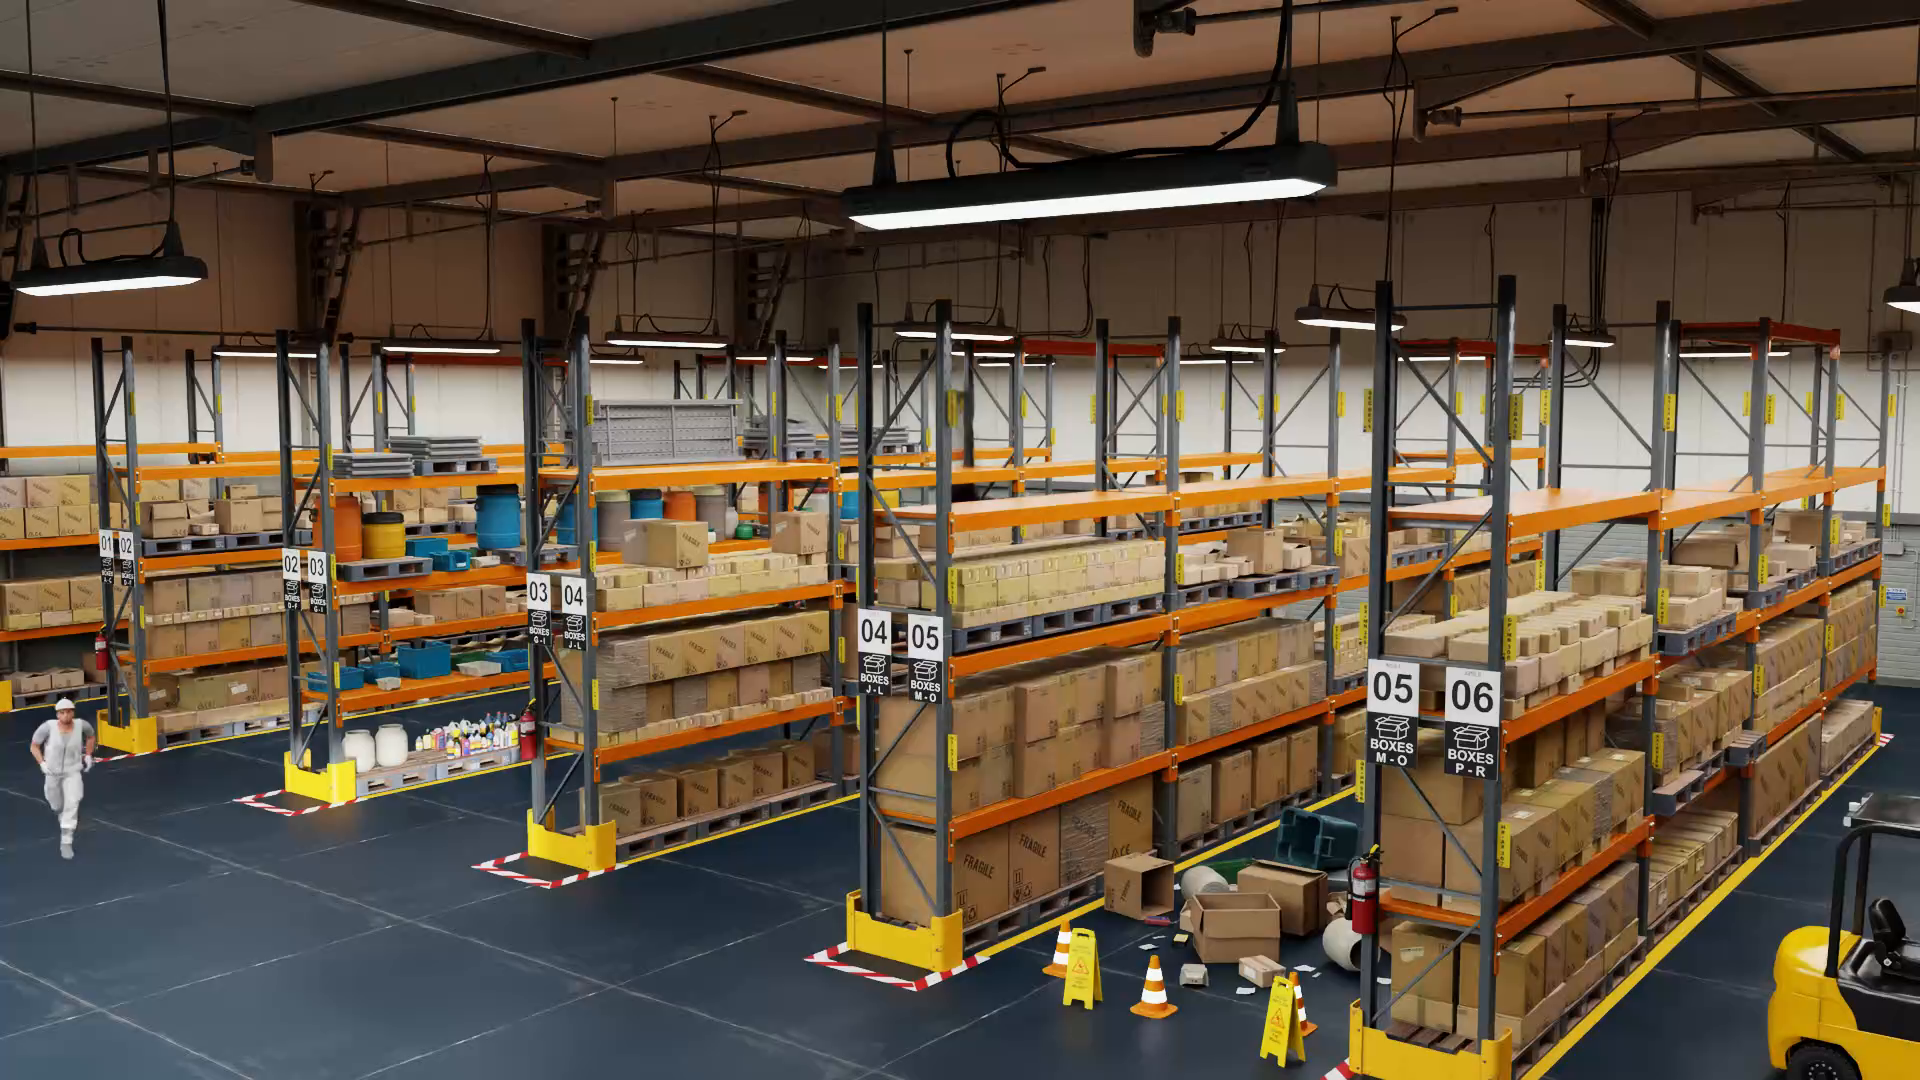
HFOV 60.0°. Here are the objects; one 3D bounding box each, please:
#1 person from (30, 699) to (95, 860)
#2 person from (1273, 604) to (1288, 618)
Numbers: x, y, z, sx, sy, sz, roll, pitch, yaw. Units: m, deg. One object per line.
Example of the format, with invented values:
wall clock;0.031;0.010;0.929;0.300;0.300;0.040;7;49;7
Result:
person;-10.198;2.655;18.936;0.658;1.772;1.052;-3;6;-30
person;6.171;1.533;32.430;0.571;1.695;0.741;-1;5;-15
